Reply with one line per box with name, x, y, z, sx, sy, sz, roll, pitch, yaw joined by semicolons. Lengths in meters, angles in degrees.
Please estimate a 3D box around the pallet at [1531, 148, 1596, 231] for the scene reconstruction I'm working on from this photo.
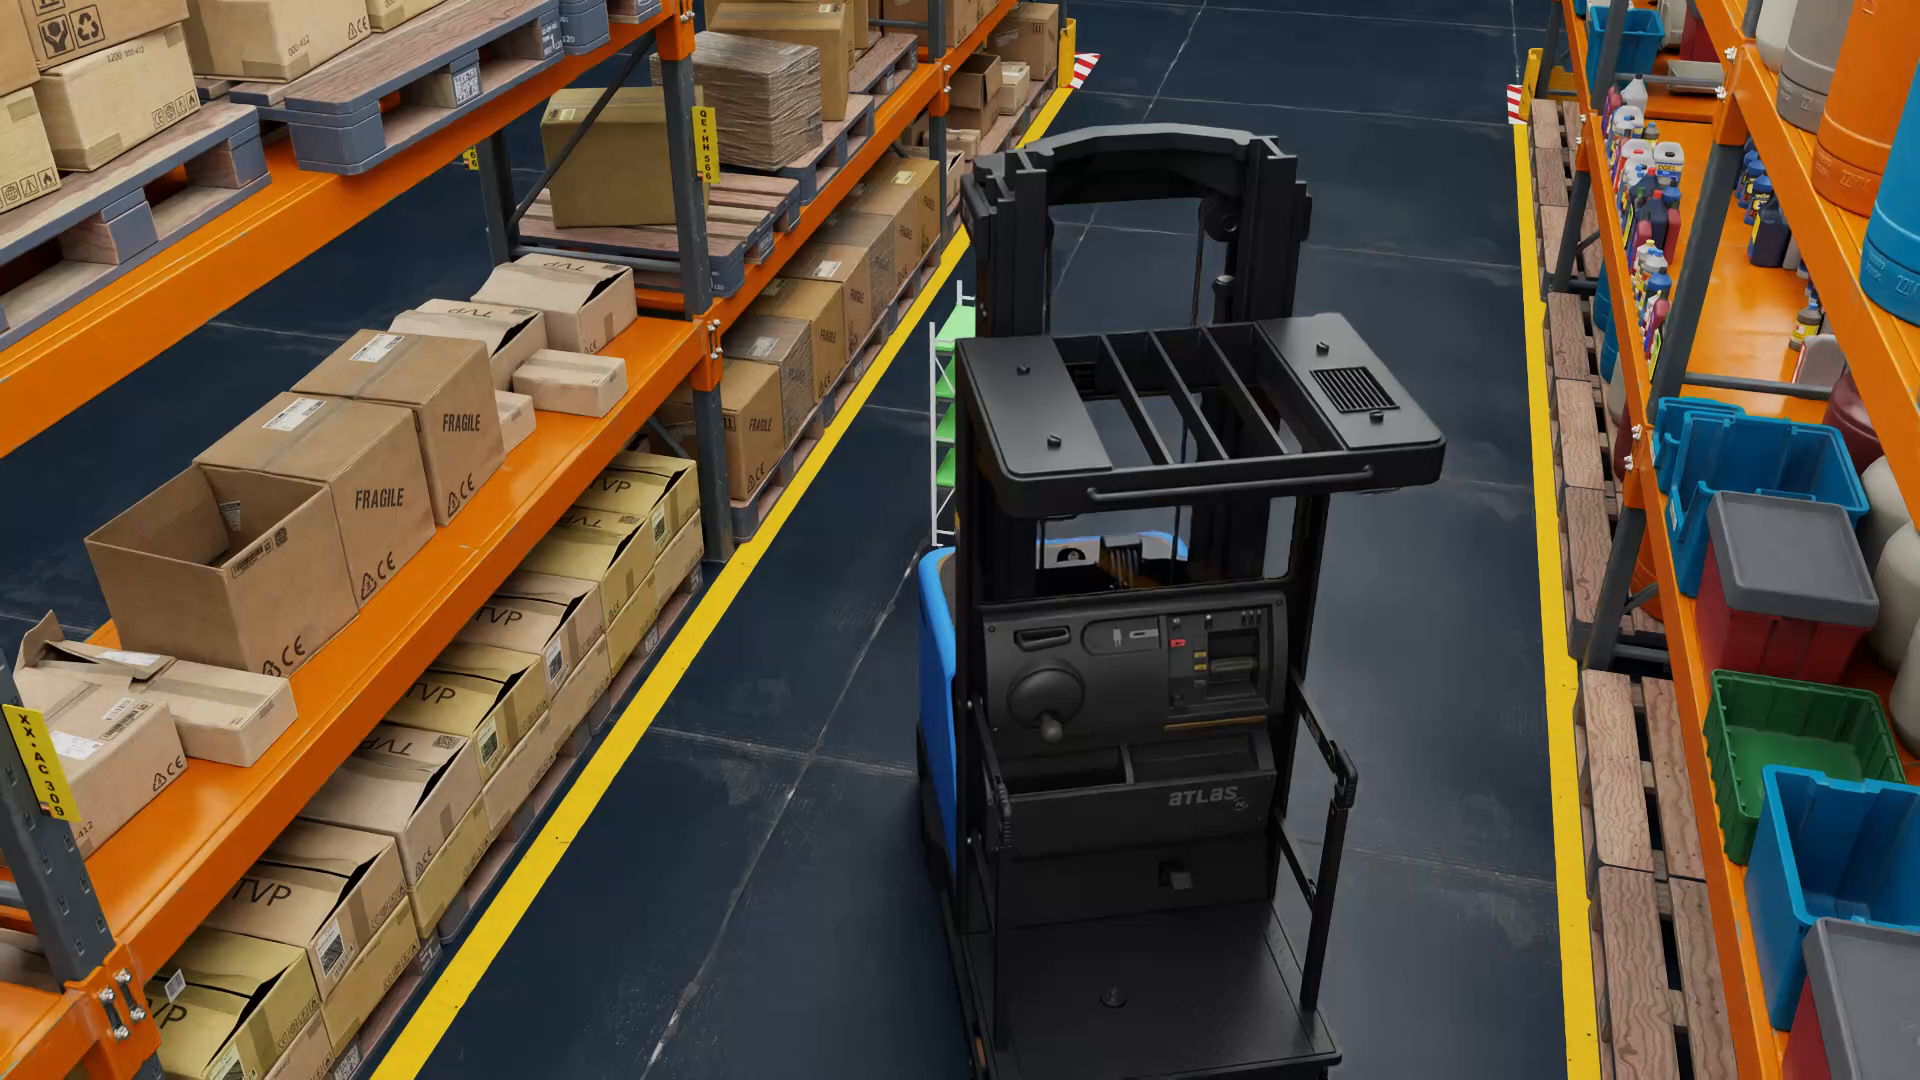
pallet;4.659;-2.487;11.965;1.003;0.211;1.213;8;33;12

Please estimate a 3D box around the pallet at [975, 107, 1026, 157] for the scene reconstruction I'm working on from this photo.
pallet;-0.105;-3.132;12.981;1.003;0.211;1.213;8;33;12

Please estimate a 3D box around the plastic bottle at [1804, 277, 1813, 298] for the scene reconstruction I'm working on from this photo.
plastic bottle;3.900;-1.228;7.506;0.097;0.271;0.097;0;32;0

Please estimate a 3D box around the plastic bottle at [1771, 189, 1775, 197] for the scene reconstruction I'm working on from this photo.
plastic bottle;4.101;-1.699;8.242;0.152;0.276;0.135;8;33;12

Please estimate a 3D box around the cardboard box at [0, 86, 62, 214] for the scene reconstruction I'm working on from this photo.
cardboard box;-2.452;-0.865;3.766;0.500;0.250;0.500;11;34;17

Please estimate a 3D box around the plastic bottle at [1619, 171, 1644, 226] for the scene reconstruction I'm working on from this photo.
plastic bottle;3.342;-1.691;8.234;0.097;0.271;0.097;0;32;0

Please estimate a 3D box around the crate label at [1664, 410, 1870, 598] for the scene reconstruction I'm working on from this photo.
crate label;2.674;-0.102;5.581;0.502;0.435;0.616;8;33;12

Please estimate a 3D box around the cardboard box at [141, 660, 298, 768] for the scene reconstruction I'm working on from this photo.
cardboard box;-2.195;0.508;4.890;0.380;0.149;0.250;8;33;12

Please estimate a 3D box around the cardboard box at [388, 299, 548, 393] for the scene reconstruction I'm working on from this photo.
cardboard box;-2.017;-0.767;6.743;0.500;0.311;0.500;8;33;12

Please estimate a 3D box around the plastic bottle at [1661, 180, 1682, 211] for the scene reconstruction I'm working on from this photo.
plastic bottle;3.457;-1.621;8.124;0.097;0.271;0.097;0;32;0

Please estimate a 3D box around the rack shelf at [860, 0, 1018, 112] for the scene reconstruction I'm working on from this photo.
rack shelf;-0.080;-4.052;12.499;1.077;0.370;4.000;8;33;12

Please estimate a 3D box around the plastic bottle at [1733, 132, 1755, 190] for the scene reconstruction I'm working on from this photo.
plastic bottle;4.099;-2.023;8.682;0.144;0.351;0.185;8;33;12

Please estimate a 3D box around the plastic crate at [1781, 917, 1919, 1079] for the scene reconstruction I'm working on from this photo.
plastic crate;1.999;1.190;3.522;0.402;0.464;0.583;8;33;12

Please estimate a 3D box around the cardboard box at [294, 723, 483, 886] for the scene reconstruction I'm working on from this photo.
cardboard box;-2.010;0.872;5.732;0.500;0.311;0.500;7;33;11

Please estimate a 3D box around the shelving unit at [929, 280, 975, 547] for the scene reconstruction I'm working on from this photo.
shelving unit;0.042;-0.592;8.063;0.258;1.200;0.503;8;33;12

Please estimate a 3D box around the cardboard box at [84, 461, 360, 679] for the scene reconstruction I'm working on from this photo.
cardboard box;-2.274;0.122;5.169;0.500;0.500;0.500;10;34;16

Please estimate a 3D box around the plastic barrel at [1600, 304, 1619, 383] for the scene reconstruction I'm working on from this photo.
plastic barrel;3.868;-1.286;9.041;0.600;0.901;0.708;8;33;12

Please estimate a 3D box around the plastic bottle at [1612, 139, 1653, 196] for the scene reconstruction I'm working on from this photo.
plastic bottle;3.481;-1.920;8.590;0.152;0.276;0.135;8;33;12

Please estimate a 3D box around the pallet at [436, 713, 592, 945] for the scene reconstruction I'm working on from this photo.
pallet;-2.161;0.988;6.500;1.003;0.211;1.213;8;33;12

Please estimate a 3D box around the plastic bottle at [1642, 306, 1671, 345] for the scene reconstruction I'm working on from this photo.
plastic bottle;2.983;-0.927;7.097;0.097;0.201;0.097;0;32;0

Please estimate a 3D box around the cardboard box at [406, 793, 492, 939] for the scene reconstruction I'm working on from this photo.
cardboard box;-2.016;1.107;5.884;0.500;0.250;0.500;7;33;11

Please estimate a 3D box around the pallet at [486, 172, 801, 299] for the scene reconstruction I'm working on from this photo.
pallet;-1.499;-1.522;8.028;1.213;0.211;1.003;8;33;12

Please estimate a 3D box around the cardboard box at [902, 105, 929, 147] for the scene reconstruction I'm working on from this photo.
cardboard box;-0.527;-3.092;12.414;0.500;0.311;0.500;8;33;12

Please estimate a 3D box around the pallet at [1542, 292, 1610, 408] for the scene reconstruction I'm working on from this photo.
pallet;3.966;-1.070;9.736;1.003;0.211;1.213;8;33;12

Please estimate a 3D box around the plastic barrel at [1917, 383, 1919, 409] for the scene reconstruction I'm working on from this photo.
plastic barrel;2.257;-0.600;3.135;0.600;0.901;0.600;0;32;0

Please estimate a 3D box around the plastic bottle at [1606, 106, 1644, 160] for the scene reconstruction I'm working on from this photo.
plastic bottle;3.624;-2.211;9.047;0.152;0.276;0.135;8;33;12

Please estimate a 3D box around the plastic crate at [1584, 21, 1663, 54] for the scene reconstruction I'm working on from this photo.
plastic crate;4.227;-3.168;10.638;0.437;0.125;0.590;8;33;12

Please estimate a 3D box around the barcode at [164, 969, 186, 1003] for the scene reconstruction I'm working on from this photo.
barcode;-2.151;1.222;4.557;0.001;0.075;0.075;8;33;12

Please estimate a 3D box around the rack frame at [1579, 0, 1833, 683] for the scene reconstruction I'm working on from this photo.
rack frame;3.187;-0.566;6.344;1.000;3.000;0.127;8;33;12

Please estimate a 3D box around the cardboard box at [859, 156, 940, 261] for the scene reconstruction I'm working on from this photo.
cardboard box;-0.436;-2.153;10.761;0.500;0.500;0.500;8;33;12

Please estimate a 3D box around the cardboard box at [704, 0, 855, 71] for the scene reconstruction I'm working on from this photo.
cardboard box;-1.038;-2.956;9.620;0.700;0.500;0.500;13;35;20

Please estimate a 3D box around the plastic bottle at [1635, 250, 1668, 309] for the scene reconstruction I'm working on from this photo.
plastic bottle;3.082;-1.159;7.397;0.097;0.271;0.097;0;32;0

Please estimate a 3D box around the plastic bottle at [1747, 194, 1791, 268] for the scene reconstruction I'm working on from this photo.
plastic bottle;3.825;-1.478;7.825;0.144;0.351;0.185;8;33;12

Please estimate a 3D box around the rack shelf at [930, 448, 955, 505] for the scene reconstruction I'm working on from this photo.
rack shelf;0.042;-0.336;8.226;0.258;0.148;0.480;8;33;12

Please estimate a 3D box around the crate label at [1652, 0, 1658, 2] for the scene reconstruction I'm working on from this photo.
crate label;5.051;-3.887;11.758;0.396;0.136;0.243;8;33;12

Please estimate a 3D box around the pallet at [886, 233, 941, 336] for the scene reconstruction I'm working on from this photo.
pallet;-0.758;-1.714;10.749;1.003;0.211;1.213;8;33;12

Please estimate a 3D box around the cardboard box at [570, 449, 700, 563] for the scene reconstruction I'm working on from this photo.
cardboard box;-1.498;-0.190;7.402;0.500;0.311;0.500;9;34;14

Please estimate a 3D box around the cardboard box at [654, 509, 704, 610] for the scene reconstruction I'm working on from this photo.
cardboard box;-1.501;0.047;7.551;0.500;0.250;0.500;9;33;14

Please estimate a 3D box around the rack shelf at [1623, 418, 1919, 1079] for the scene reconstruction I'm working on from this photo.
rack shelf;2.680;0.776;4.904;1.077;0.370;4.000;8;33;12

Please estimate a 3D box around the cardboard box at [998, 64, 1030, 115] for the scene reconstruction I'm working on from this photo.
cardboard box;0.257;-3.614;13.292;0.500;0.250;0.500;8;33;12

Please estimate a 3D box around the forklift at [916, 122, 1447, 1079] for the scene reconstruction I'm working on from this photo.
forklift;0.569;0.440;4.826;1.130;2.935;3.031;-5;33;-8

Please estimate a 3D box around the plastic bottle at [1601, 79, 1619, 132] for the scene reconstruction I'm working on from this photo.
plastic bottle;3.697;-2.460;9.432;0.061;0.283;0.133;8;33;12

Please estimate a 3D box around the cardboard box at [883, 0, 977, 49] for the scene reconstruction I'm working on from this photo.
cardboard box;-0.195;-3.587;11.004;0.500;0.500;0.500;9;34;14

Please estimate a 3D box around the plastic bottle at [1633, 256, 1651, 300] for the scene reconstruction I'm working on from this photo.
plastic bottle;3.106;-1.180;7.495;0.097;0.201;0.097;0;32;0

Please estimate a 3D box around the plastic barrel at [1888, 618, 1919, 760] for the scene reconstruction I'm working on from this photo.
plastic barrel;2.923;0.381;4.728;0.433;0.535;0.433;0;32;0

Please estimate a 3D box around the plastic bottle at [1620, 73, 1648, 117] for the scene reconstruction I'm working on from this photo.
plastic bottle;3.789;-2.461;9.371;0.144;0.351;0.185;8;33;12

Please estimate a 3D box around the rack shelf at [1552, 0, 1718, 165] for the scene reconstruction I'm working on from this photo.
rack shelf;4.710;-3.376;11.435;1.077;0.370;4.000;8;33;12

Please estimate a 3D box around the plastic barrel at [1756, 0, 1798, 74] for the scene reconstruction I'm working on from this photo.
plastic barrel;2.812;-1.759;5.321;0.421;0.512;0.421;0;32;0

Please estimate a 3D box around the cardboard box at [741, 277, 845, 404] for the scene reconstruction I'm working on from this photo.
cardboard box;-0.951;-1.102;9.108;0.500;0.500;0.500;8;33;12

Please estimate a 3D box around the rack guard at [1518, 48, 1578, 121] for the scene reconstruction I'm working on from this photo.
rack guard;5.211;-3.677;13.567;1.175;0.500;0.348;8;33;12
